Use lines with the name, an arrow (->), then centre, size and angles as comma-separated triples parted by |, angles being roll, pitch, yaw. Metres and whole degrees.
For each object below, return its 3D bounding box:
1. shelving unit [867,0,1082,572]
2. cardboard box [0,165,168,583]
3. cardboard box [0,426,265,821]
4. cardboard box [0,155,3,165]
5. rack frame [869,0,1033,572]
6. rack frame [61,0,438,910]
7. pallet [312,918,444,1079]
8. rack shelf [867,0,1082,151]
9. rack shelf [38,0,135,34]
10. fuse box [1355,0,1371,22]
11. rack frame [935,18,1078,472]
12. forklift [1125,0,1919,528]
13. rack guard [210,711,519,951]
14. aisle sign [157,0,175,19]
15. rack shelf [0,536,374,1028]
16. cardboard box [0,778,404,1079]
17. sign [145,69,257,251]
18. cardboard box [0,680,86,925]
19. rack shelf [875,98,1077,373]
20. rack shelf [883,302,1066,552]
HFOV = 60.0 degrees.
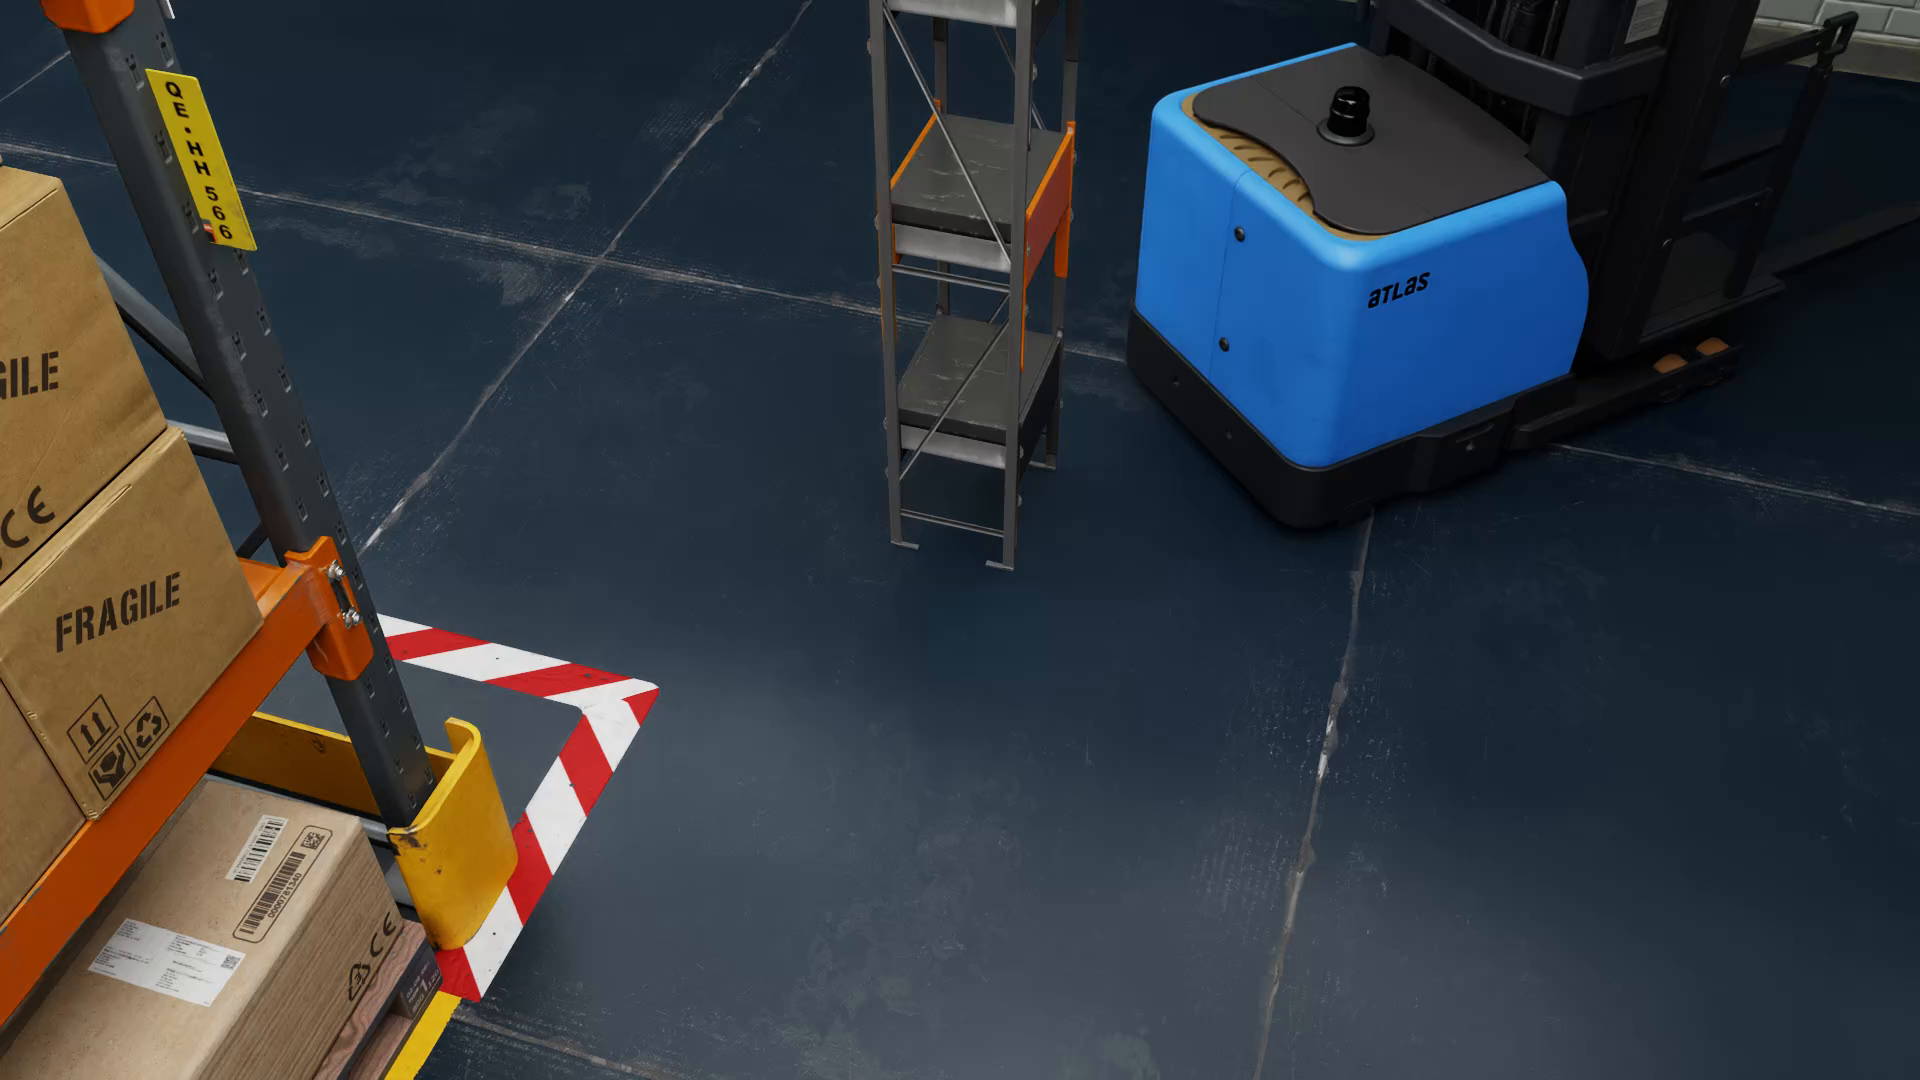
shelving unit -> 0.050, -0.861, 4.628 | 0.431, 2.100, 0.503 | 13, 46, 13
cardboard box -> -1.683, -0.269, 2.593 | 0.500, 0.500, 0.500 | 14, 46, 14
cardboard box -> -1.658, 0.095, 2.937 | 0.500, 0.500, 0.500 | 13, 46, 13
cardboard box -> -1.682, -0.591, 2.459 | 0.380, 0.149, 0.250 | 13, 46, 13
rack frame -> -0.024, -0.698, 4.462 | 0.400, 2.100, 0.015 | 13, 46, 13
rack frame -> -1.764, -0.247, 3.358 | 1.000, 3.000, 0.127 | 13, 46, 13
pallet -> -1.932, 1.299, 3.772 | 1.003, 0.211, 1.213 | 13, 46, 13
rack shelf -> 0.050, -1.351, 4.148 | 0.431, 0.518, 0.480 | 13, 46, 13
rack shelf -> -2.370, 0.271, 1.198 | 1.077, 0.370, 4.000 | 13, 46, 13
fuse box -> 1.879, -3.008, 7.101 | 0.539, 1.711, 0.414 | 13, 46, 13
rack frame -> 0.124, -1.023, 4.795 | 0.400, 2.100, 0.015 | 13, 46, 13
forklift -> 2.122, -1.828, 5.022 | 3.031, 2.935, 1.130 | -20, 48, -20
rack guard -> -1.757, 0.630, 4.249 | 1.175, 0.500, 0.348 | 13, 46, 13
aisle sign -> -1.447, -1.159, 2.431 | 0.394, 0.787, 0.004 | 13, 46, 13
rack shelf -> -2.370, 1.343, 2.247 | 1.077, 0.370, 4.000 | 13, 46, 13
cardboard box -> -1.869, 0.980, 3.636 | 0.875, 0.438, 0.875 | 11, 45, 11
sign -> -1.251, -0.622, 2.743 | 0.100, 0.325, 0.005 | 13, 46, 13
cardboard box -> -1.824, 0.426, 2.599 | 0.500, 0.500, 0.500 | 12, 46, 12
rack shelf -> 0.050, -0.851, 4.638 | 0.431, 0.518, 0.480 | 13, 46, 13
rack shelf -> 0.050, -0.351, 5.127 | 0.431, 0.518, 0.480 | 13, 46, 13
